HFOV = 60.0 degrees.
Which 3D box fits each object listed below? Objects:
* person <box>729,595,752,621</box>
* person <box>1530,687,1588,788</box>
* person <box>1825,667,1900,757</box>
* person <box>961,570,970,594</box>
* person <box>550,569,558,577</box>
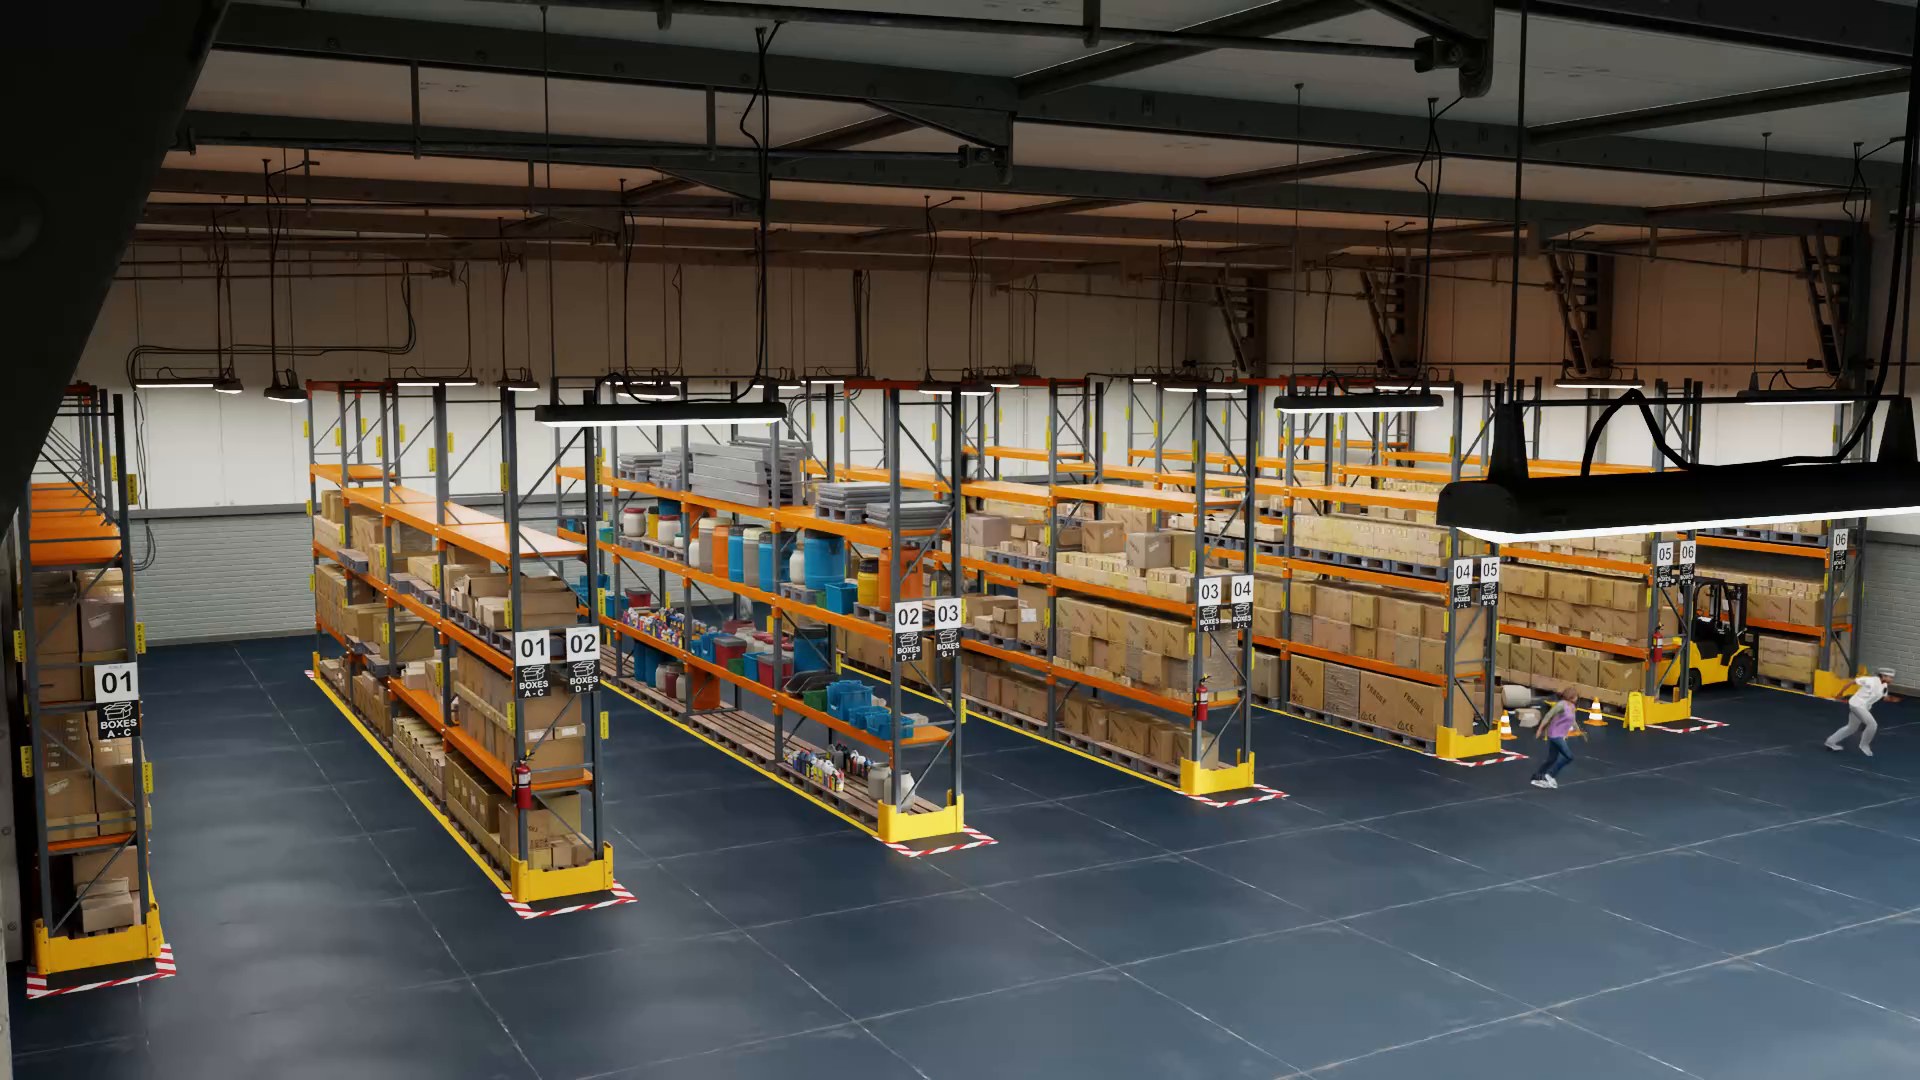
[{"bbox_3d":[-5.200,1.301,39.696,0.524,1.650,0.670,1,6,6],"label":"person"},{"bbox_3d":[8.929,2.931,24.743,0.753,1.534,0.456,4,7,33],"label":"person"},{"bbox_3d":[14.586,2.740,26.848,0.590,1.460,1.061,-4,8,-36],"label":"person"},{"bbox_3d":[-0.083,1.473,38.441,0.557,1.606,0.737,-4,7,-34],"label":"person"},{"bbox_3d":[-9.104,1.522,37.012,0.691,1.740,0.657,-1,6,-8],"label":"person"}]
